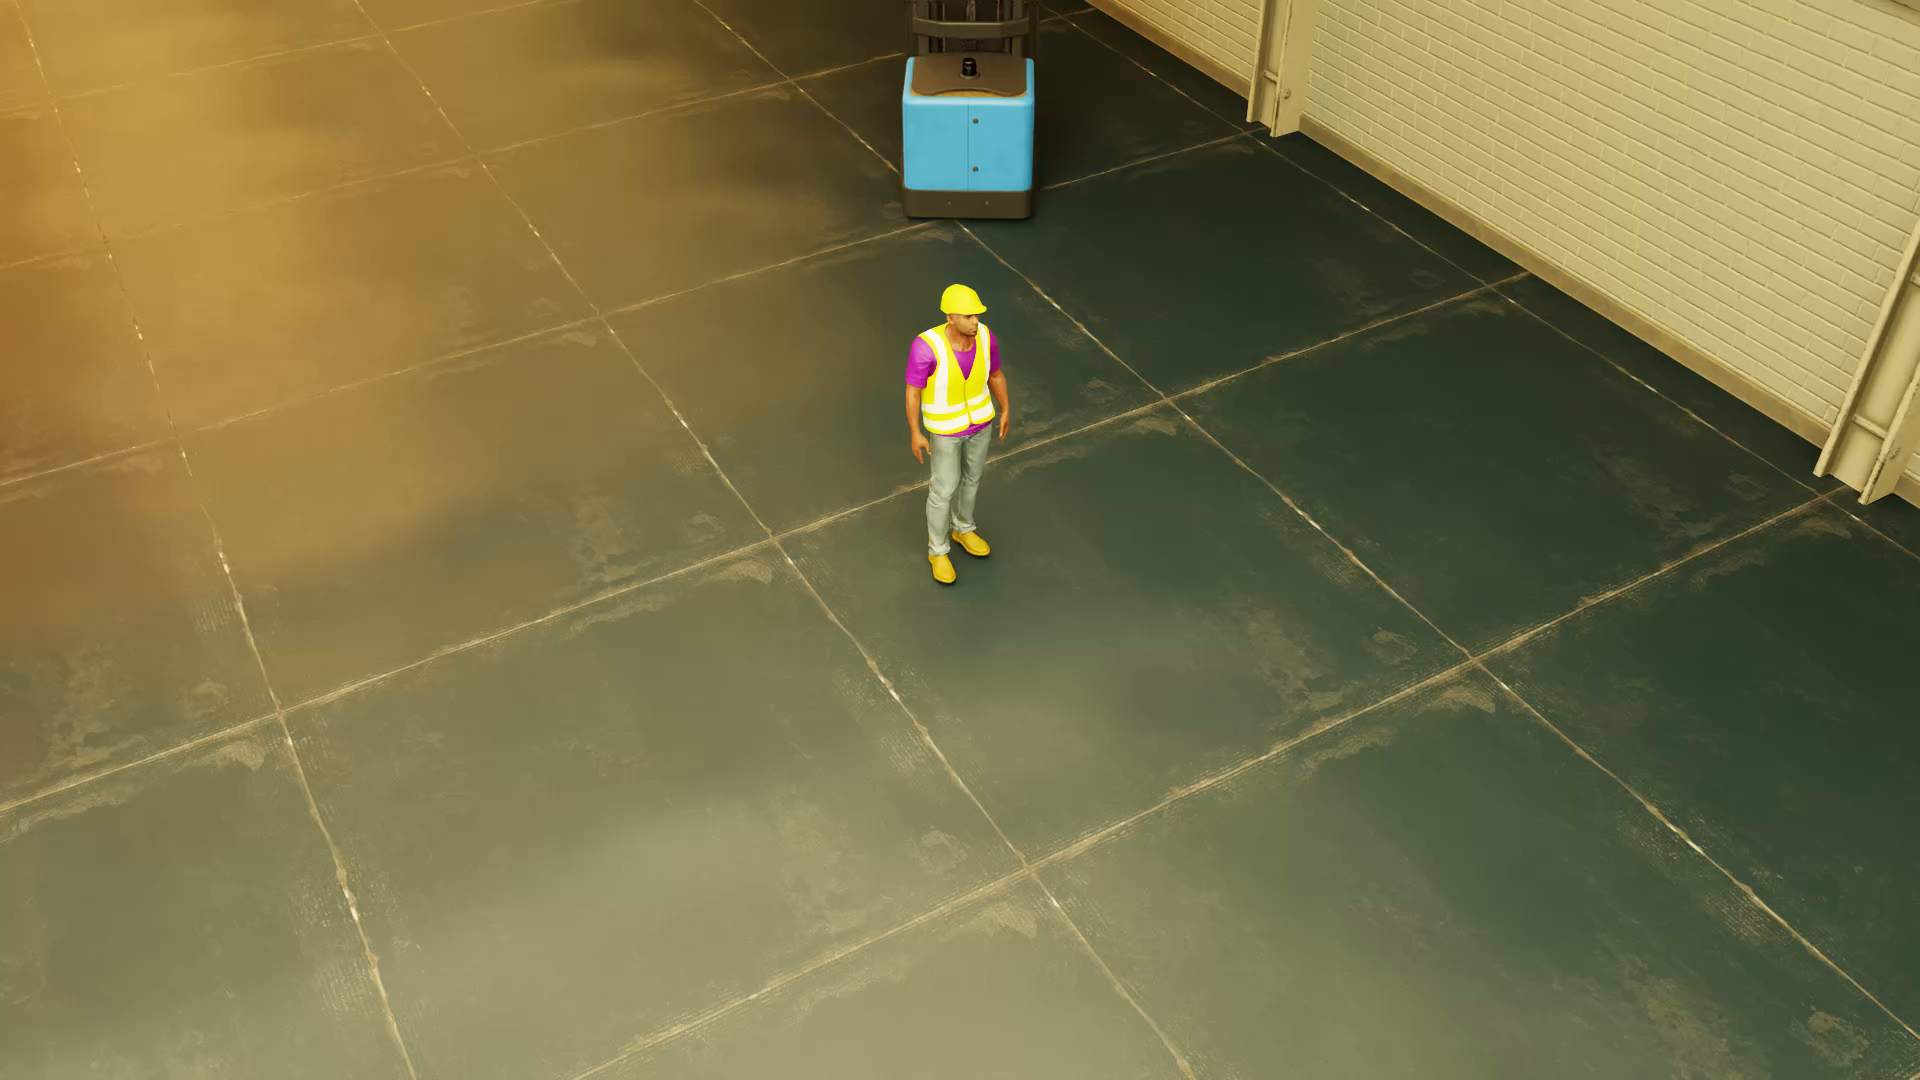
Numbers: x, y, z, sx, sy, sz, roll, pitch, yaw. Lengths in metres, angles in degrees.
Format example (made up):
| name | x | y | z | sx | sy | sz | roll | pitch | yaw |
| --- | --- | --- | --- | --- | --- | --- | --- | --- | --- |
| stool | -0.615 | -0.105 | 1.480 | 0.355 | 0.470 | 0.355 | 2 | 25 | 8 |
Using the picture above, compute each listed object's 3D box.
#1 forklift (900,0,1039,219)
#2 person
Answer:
| name | x | y | z | sx | sy | sz | roll | pitch | yaw |
| --- | --- | --- | --- | --- | --- | --- | --- | --- | --- |
| forklift | 0.102 | -4.619 | 13.605 | 1.130 | 2.935 | 3.031 | 1 | 40 | 1 |
| person | 0.030 | -0.645 | 9.715 | 0.665 | 1.768 | 0.575 | -20 | 44 | -23 |
